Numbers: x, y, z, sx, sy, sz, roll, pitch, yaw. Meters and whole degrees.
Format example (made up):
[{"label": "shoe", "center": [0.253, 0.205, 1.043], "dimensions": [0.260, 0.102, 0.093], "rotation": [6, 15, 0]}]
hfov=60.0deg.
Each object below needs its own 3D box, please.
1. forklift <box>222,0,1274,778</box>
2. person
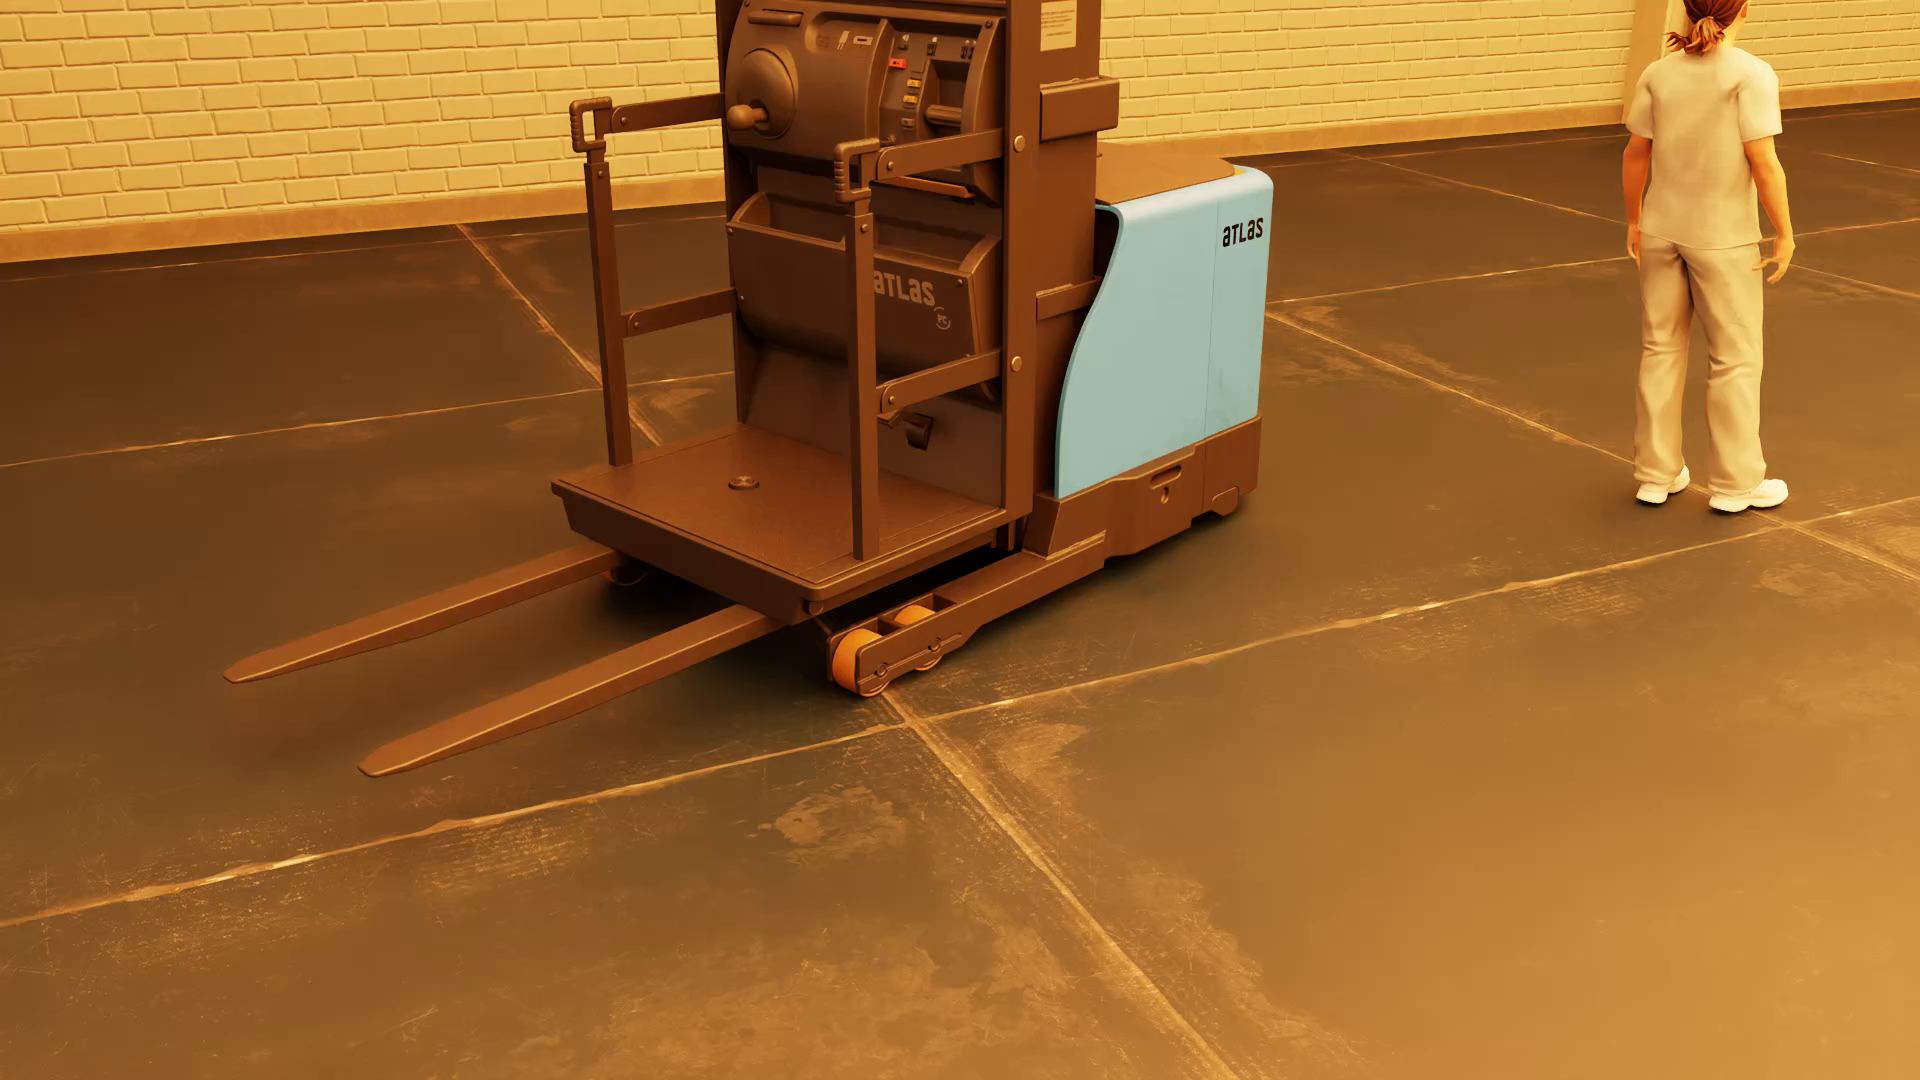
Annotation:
[{"label": "forklift", "center": [-0.413, -1.182, 4.131], "dimensions": [1.130, 2.935, 3.031], "rotation": [19, 29, 39]}, {"label": "person", "center": [2.318, -0.921, 5.121], "dimensions": [0.549, 1.675, 0.550], "rotation": [-16, 28, -34]}]
